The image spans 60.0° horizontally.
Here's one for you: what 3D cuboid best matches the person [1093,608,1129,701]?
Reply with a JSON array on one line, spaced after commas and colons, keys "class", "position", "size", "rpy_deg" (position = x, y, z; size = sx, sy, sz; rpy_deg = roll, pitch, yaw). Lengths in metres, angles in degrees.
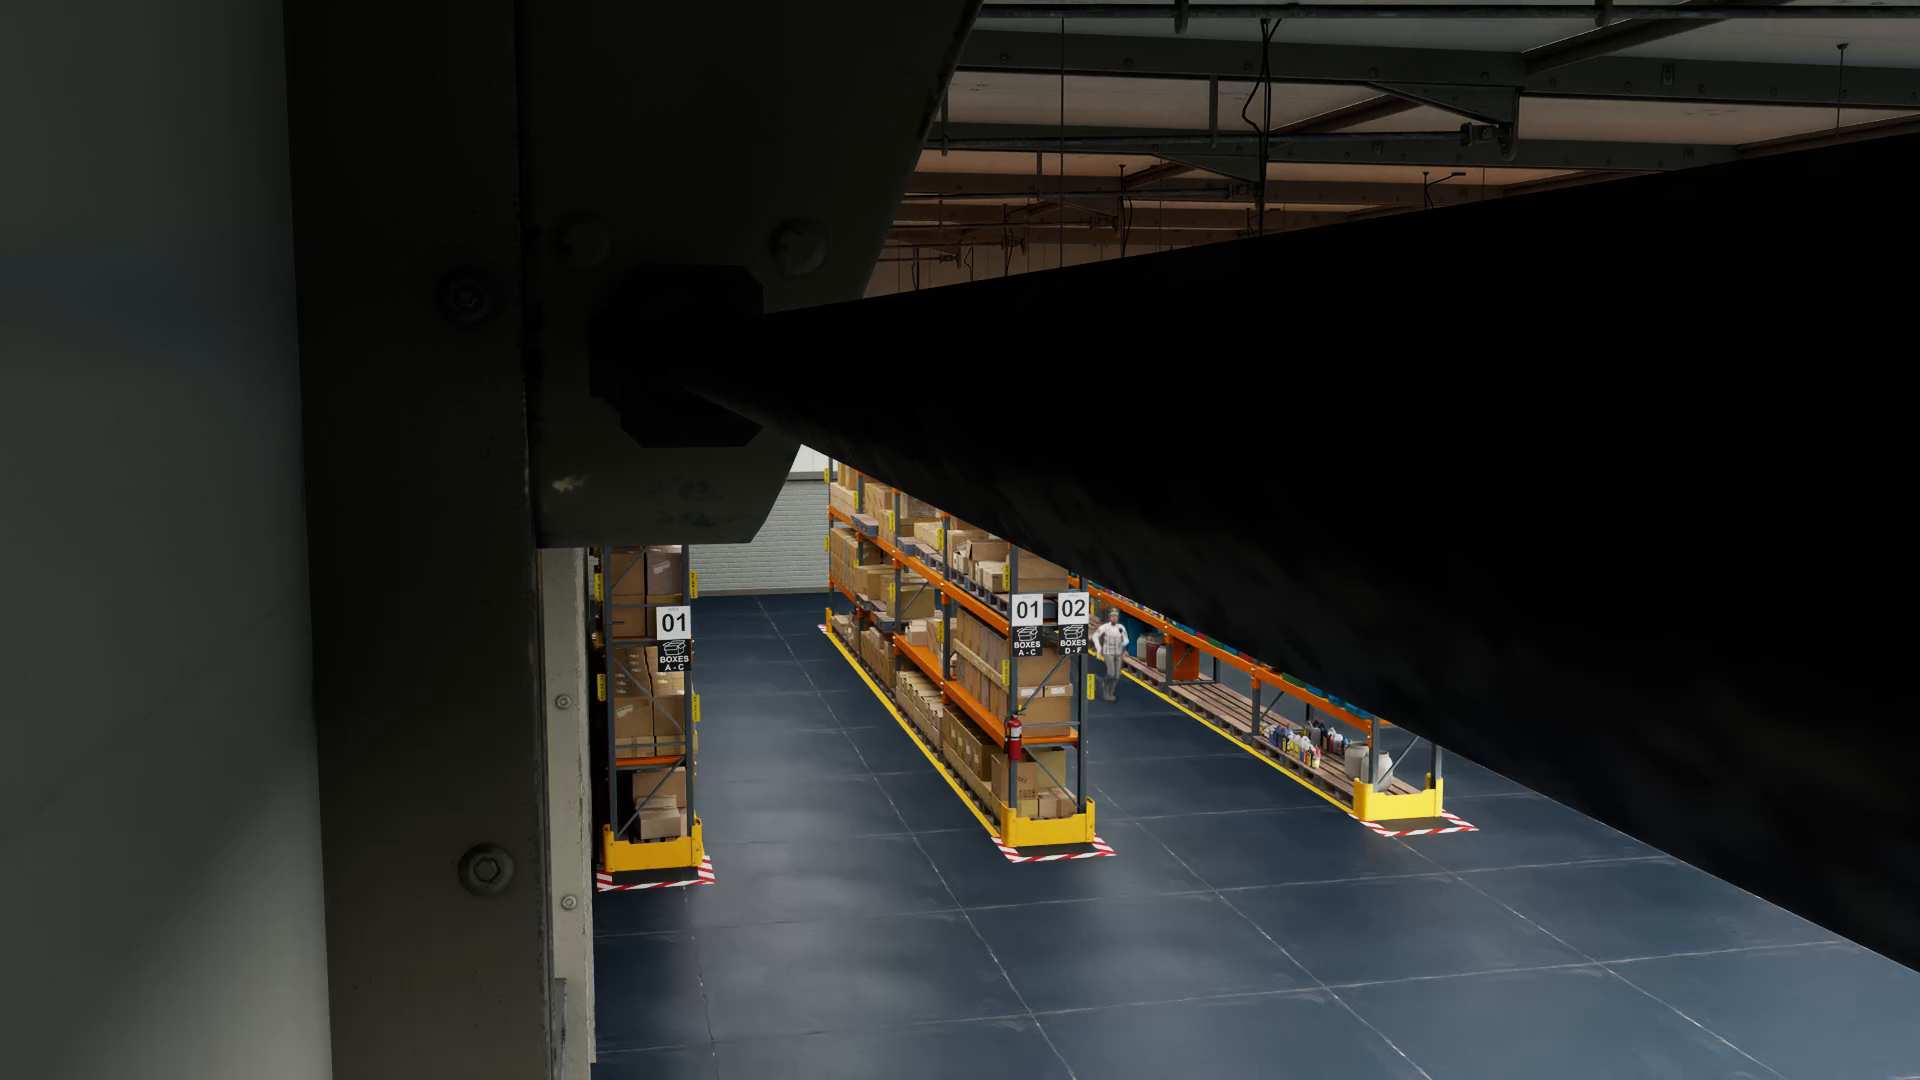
[{"class": "person", "position": [2.691, 2.020, 29.254], "size": [0.577, 1.655, 0.620], "rpy_deg": [-2, 7, -15]}]
